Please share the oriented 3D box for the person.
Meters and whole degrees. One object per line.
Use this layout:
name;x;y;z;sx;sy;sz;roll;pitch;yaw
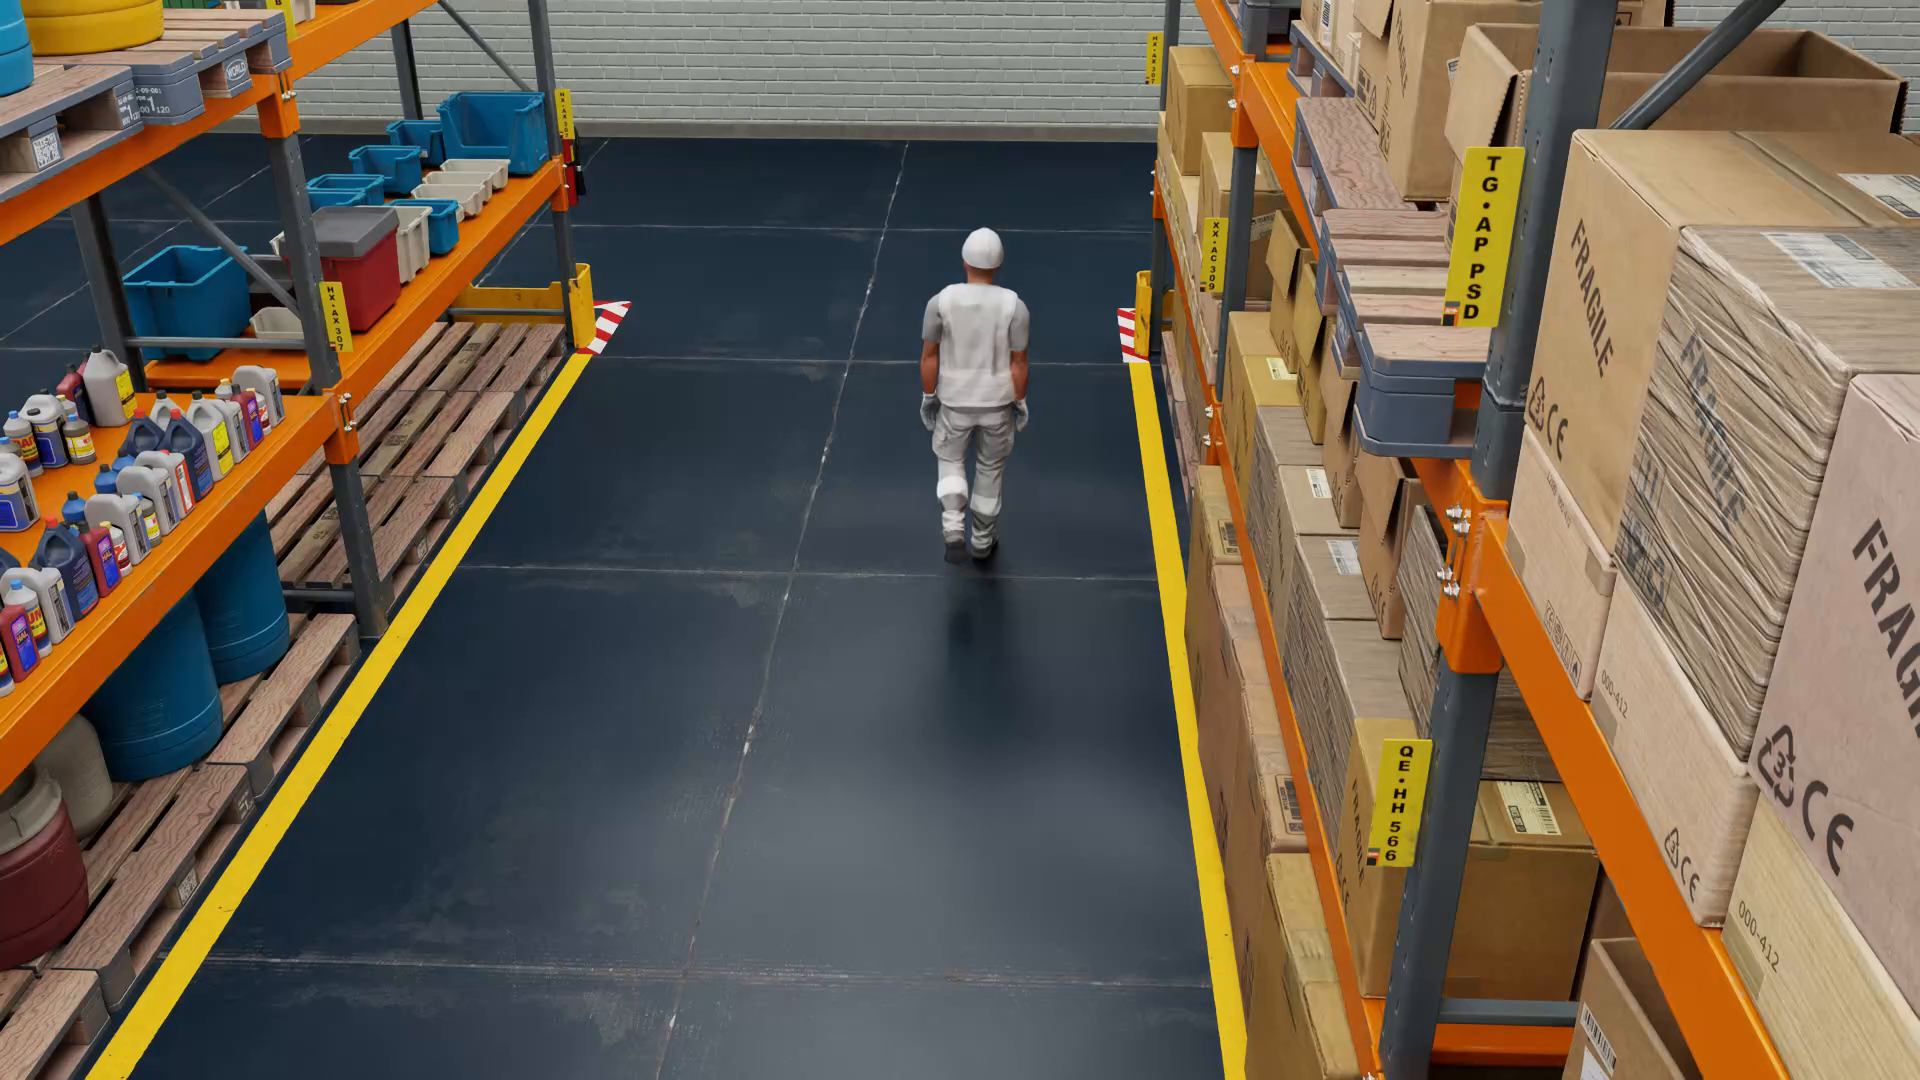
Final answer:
person;0.070;-0.674;8.330;0.547;1.779;0.645;2;28;4
